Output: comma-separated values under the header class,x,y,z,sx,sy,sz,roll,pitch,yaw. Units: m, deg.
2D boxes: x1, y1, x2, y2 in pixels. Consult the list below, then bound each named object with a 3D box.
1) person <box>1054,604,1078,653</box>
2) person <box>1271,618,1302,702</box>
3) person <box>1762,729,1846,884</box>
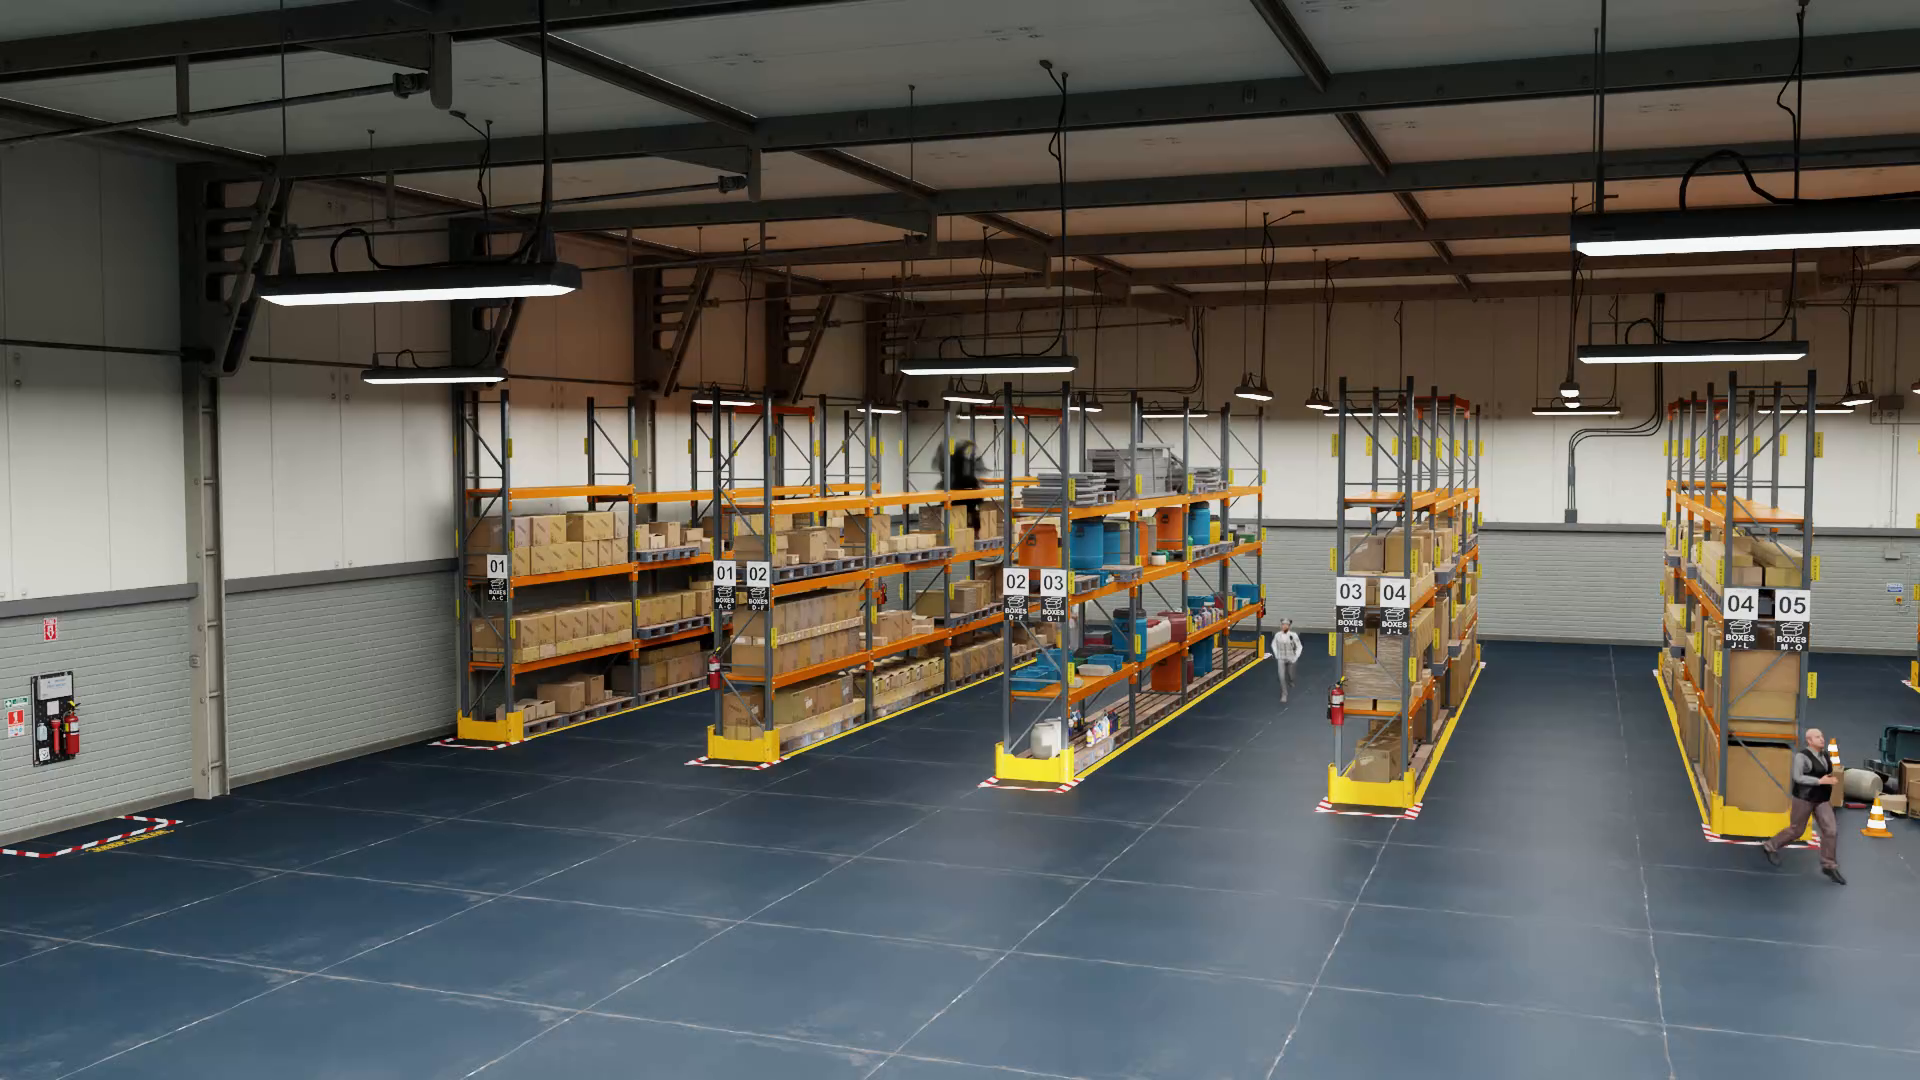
class,x,y,z,sx,sy,sz,roll,pitch,yaw
person,2.287,1.920,35.578,0.608,1.705,0.872,1,3,12
person,6.514,2.374,33.194,0.616,1.657,0.794,1,3,12
person,9.923,3.067,19.469,0.666,1.757,0.945,-1,3,-23
